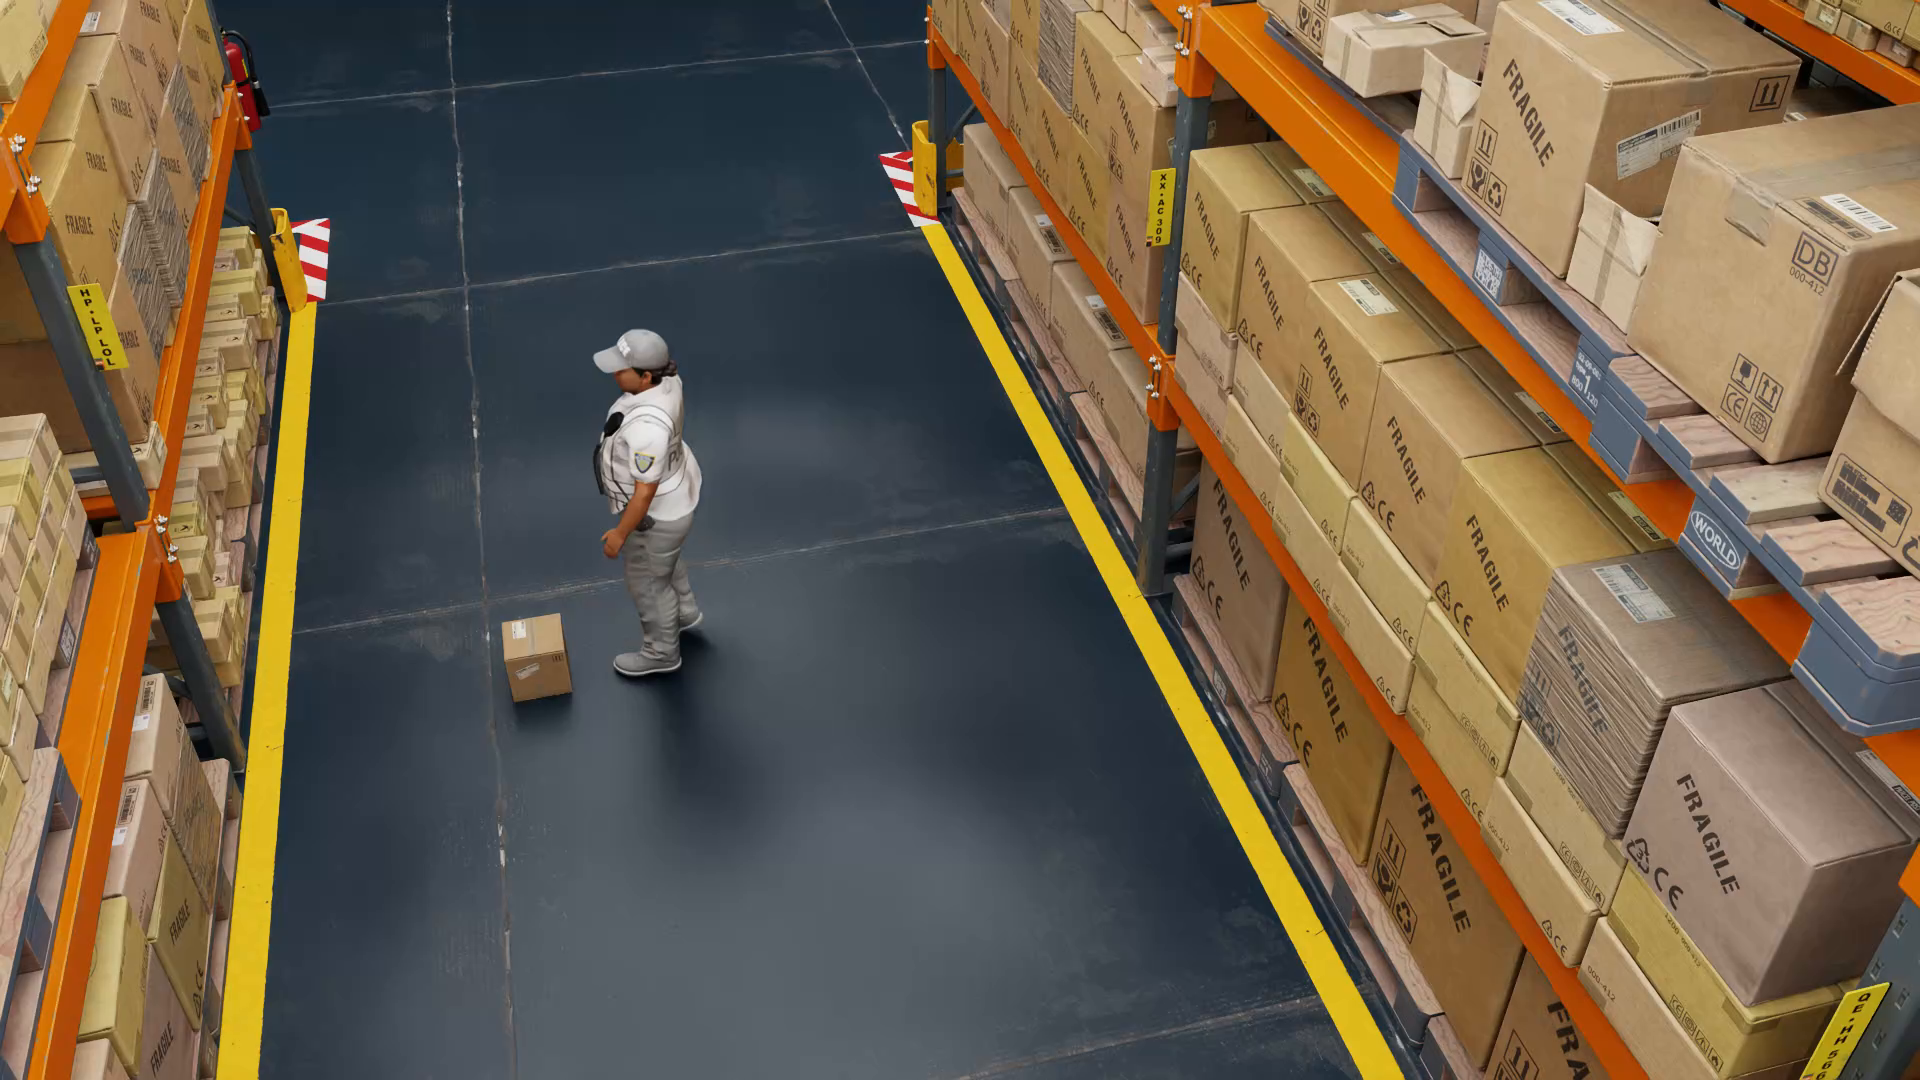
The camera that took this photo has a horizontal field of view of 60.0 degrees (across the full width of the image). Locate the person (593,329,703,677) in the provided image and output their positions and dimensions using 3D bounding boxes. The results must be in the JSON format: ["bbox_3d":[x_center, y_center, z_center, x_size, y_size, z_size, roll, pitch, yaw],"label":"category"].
[{"bbox_3d":[-1.292,-0.120,6.873,0.456,1.735,0.528,0,38,0],"label":"person"}]
